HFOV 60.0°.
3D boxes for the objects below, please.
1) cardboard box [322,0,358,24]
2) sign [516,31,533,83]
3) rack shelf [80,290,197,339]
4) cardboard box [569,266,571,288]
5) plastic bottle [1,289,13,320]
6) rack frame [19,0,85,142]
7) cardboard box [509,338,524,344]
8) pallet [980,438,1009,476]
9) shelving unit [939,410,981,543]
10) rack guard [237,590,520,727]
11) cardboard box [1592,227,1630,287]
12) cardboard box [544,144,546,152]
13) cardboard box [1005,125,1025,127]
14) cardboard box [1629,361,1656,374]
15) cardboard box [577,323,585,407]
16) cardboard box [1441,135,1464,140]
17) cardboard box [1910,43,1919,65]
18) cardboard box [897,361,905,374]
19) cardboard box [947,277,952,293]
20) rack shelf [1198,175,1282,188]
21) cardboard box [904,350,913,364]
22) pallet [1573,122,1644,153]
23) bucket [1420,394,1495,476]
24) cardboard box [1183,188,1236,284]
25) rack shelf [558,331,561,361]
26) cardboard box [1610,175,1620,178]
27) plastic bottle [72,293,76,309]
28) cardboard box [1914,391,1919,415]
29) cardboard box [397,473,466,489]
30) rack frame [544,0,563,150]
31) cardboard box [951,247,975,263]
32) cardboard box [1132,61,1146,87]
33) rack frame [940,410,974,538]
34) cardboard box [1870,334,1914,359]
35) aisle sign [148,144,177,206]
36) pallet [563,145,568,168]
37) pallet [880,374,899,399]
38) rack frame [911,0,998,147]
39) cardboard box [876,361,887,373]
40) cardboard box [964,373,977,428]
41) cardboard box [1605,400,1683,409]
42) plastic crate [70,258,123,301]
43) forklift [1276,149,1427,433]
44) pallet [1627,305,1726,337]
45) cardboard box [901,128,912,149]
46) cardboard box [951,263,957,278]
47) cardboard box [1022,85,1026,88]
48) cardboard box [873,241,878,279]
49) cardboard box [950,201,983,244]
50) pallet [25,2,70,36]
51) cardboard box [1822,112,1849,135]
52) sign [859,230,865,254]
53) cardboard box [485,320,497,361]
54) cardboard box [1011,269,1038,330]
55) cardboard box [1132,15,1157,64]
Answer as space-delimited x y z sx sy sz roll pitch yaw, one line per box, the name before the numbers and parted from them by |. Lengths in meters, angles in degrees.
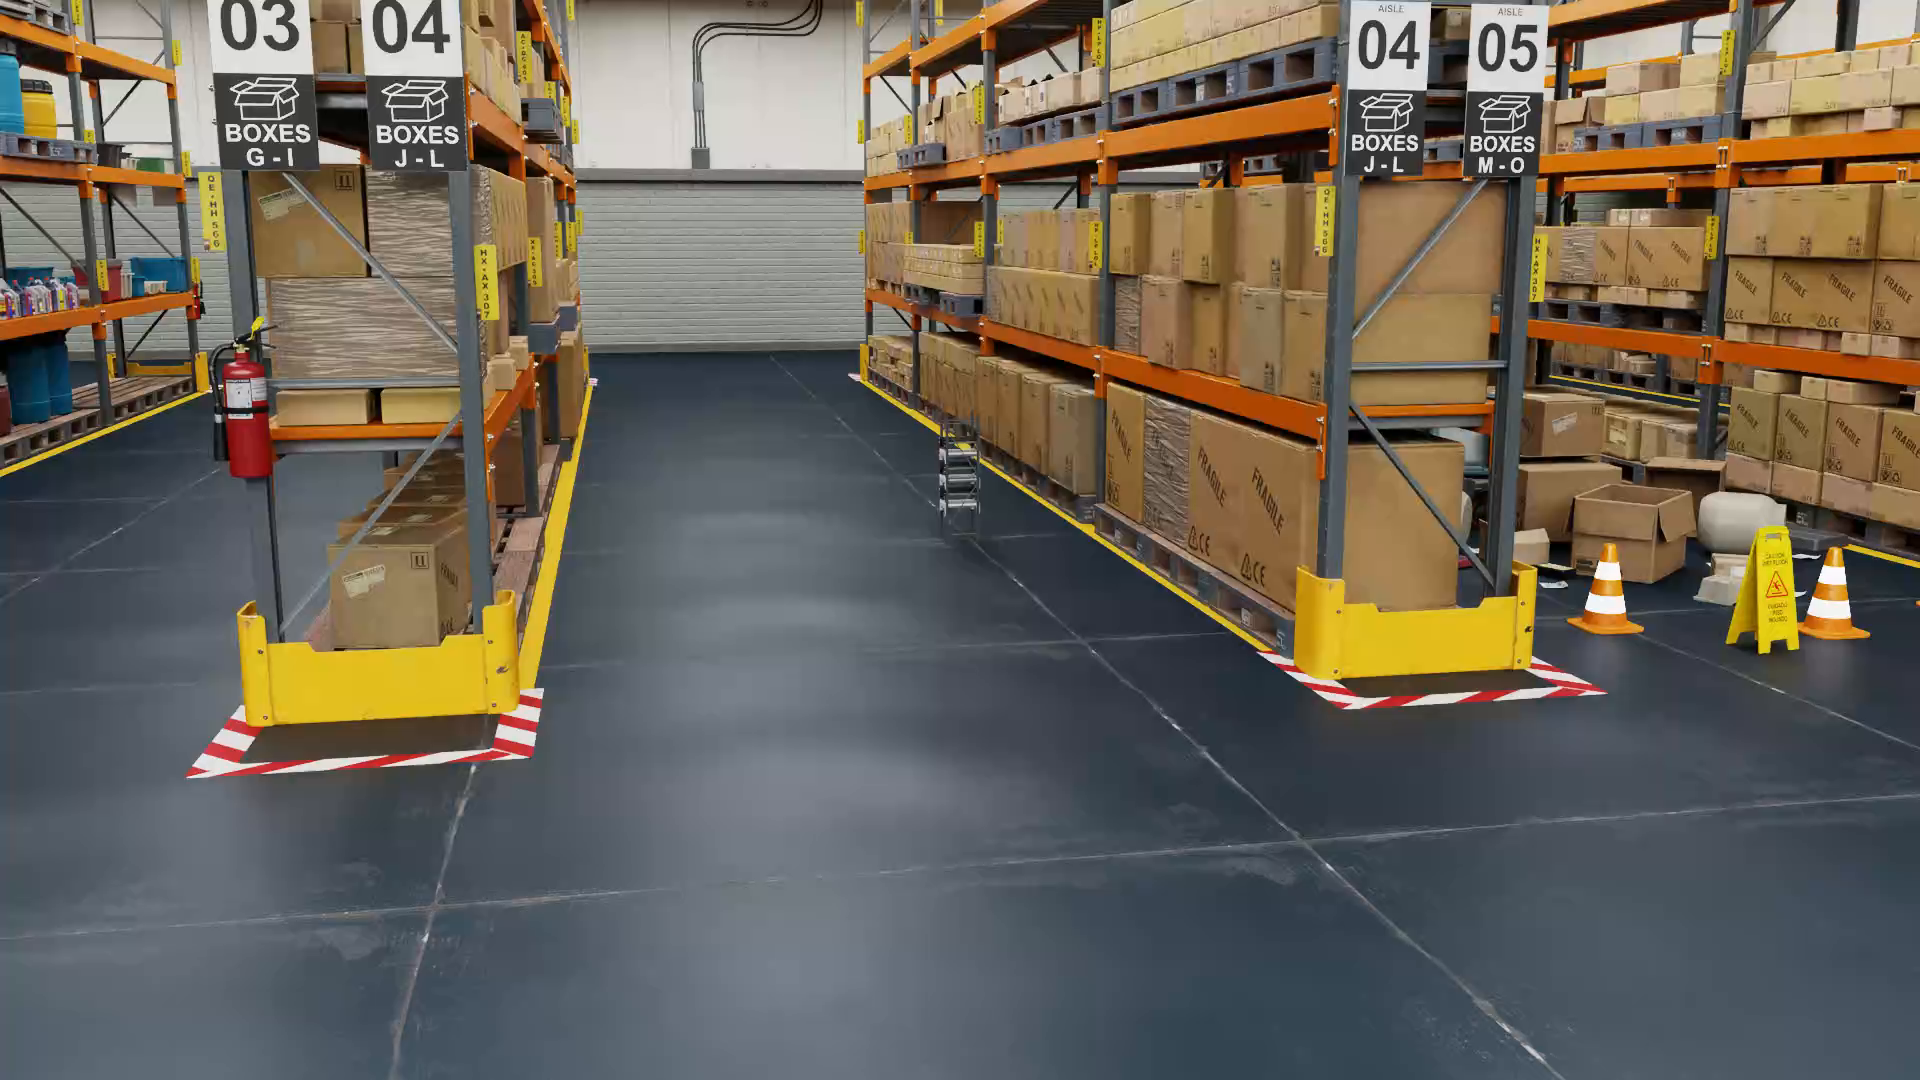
cardboard box | -2.908 -2.372 7.448 0.380 0.149 0.250 -2 11 -13
sign | -2.860 -3.167 10.908 0.100 0.325 0.005 -2 11 -11
rack shelf | -10.194 -2.719 19.882 1.077 0.370 4.000 -2 11 -11
cardboard box | -4.781 -3.054 19.323 0.500 0.250 0.500 -2 11 -12
plastic bottle | -8.974 -2.219 15.645 0.061 0.283 0.133 -2 11 -11
rack frame | -9.805 -5.652 17.327 1.000 3.000 0.127 -2 11 -11
cardboard box | -3.021 -1.220 10.755 0.380 0.149 0.250 -2 11 -11
pallet | 0.796 -0.797 15.317 1.003 0.211 1.213 -2 11 -11
shelving unit | -0.002 -0.444 11.620 0.258 0.900 0.210 -2 11 -11
rack guard | -2.627 0.529 7.578 1.175 0.500 0.348 -2 11 -11
cardboard box | 5.823 -2.442 14.320 0.500 0.500 0.500 -2 11 -9
cardboard box | -3.835 -3.473 14.302 0.500 0.250 0.500 -2 11 -11
cardboard box | 0.625 -3.852 15.172 0.380 0.149 0.250 -3 11 -13
cardboard box | 9.246 -2.324 22.388 0.380 0.149 0.250 -2 11 -13
cardboard box | -4.802 -1.931 18.381 1.225 0.875 0.875 -2 11 -11
cardboard box | 5.331 -4.306 16.878 0.797 0.503 0.637 -3 11 -15
cardboard box | 6.455 -3.169 10.839 0.380 0.149 0.250 -2 11 -10
cardboard box | -0.569 -2.143 20.640 0.380 0.149 0.250 -3 11 -13
cardboard box | 0.073 -2.563 16.689 0.380 0.149 0.250 -2 11 -10
rack shelf | 4.385 -4.733 22.442 1.077 0.370 4.000 -2 11 -11
cardboard box | -0.475 -2.247 20.388 0.380 0.149 0.250 -2 11 -10
pallet | 6.110 -3.467 14.370 1.213 0.211 1.003 -2 11 -11
bucket | 3.782 -0.778 12.449 0.726 0.611 0.620 2 1 9
cardboard box | 1.835 -1.818 9.935 0.875 0.550 0.500 -2 11 -11
rack shelf | -4.557 -2.165 16.974 1.077 0.370 4.000 -2 11 -11
cardboard box | 9.128 -5.022 22.710 0.380 0.149 0.250 -2 11 -9
plastic bottle | -9.362 -2.527 17.482 0.097 0.201 0.097 0 11 0
cardboard box | 6.464 -0.885 10.812 0.380 0.149 0.250 -2 11 -9
cardboard box | -3.035 -0.106 9.793 0.500 0.500 0.500 -3 11 -16
rack frame | -4.946 -5.833 18.273 1.000 3.000 0.127 -2 11 -11
cardboard box | 0.125 -2.808 16.386 0.380 0.149 0.250 -2 11 -12
cardboard box | 1.331 -3.013 10.765 0.380 0.149 0.250 -2 11 -11
rack frame | -0.021 -0.462 11.718 0.240 0.900 0.006 -2 11 -11
cardboard box | 6.393 -1.306 11.206 0.380 0.149 0.250 -2 11 -11
aisle sign | -10.309 -4.740 21.625 0.394 0.787 0.004 -2 11 -11
pallet | -5.095 -4.466 19.352 1.003 0.211 1.213 -2 11 -11
pallet | -0.467 -2.024 21.764 1.003 0.211 1.213 -2 11 -11
rack frame | -0.061 -5.994 19.124 1.000 3.000 0.127 -2 11 -11
cardboard box | -0.923 -2.338 22.458 0.380 0.149 0.250 -2 11 -10
cardboard box | 0.332 -1.403 16.609 0.500 0.500 0.500 -2 11 -11
cardboard box | 5.946 -1.049 15.092 0.950 0.372 0.625 -2 11 -9
plastic crate | -9.732 -2.939 18.785 0.402 0.464 0.583 -2 11 -11
forklift | 3.310 -1.888 13.776 1.130 2.935 3.031 -3 11 -13
pallet | 6.324 -1.830 13.801 1.003 0.211 1.213 -2 11 -11
cardboard box | -0.401 -4.768 19.768 0.500 0.250 0.500 -3 11 -14
cardboard box | 0.120 -2.666 16.432 0.380 0.149 0.250 -2 11 -9
cardboard box | 0.808 -4.391 16.408 0.396 0.266 0.258 -2 11 -11
cardboard box | -0.894 -3.787 22.506 0.500 0.500 0.500 -2 11 -11
cardboard box | 0.090 -3.825 20.035 0.500 0.500 0.500 -2 11 -10
pallet | -9.614 -5.213 16.591 1.003 0.211 1.213 -2 11 -11
cardboard box | 6.313 -2.924 11.685 0.380 0.149 0.250 -2 11 -9
sign | -1.372 -4.186 23.354 0.100 0.325 0.005 -2 11 -11
cardboard box | -3.048 -1.254 9.202 0.875 0.500 0.500 -2 11 -11
cardboard box | 0.738 -2.085 14.361 0.500 0.500 0.500 -2 11 -11
cardboard box | 1.415 -3.189 10.622 0.500 0.250 0.500 -2 11 -11
